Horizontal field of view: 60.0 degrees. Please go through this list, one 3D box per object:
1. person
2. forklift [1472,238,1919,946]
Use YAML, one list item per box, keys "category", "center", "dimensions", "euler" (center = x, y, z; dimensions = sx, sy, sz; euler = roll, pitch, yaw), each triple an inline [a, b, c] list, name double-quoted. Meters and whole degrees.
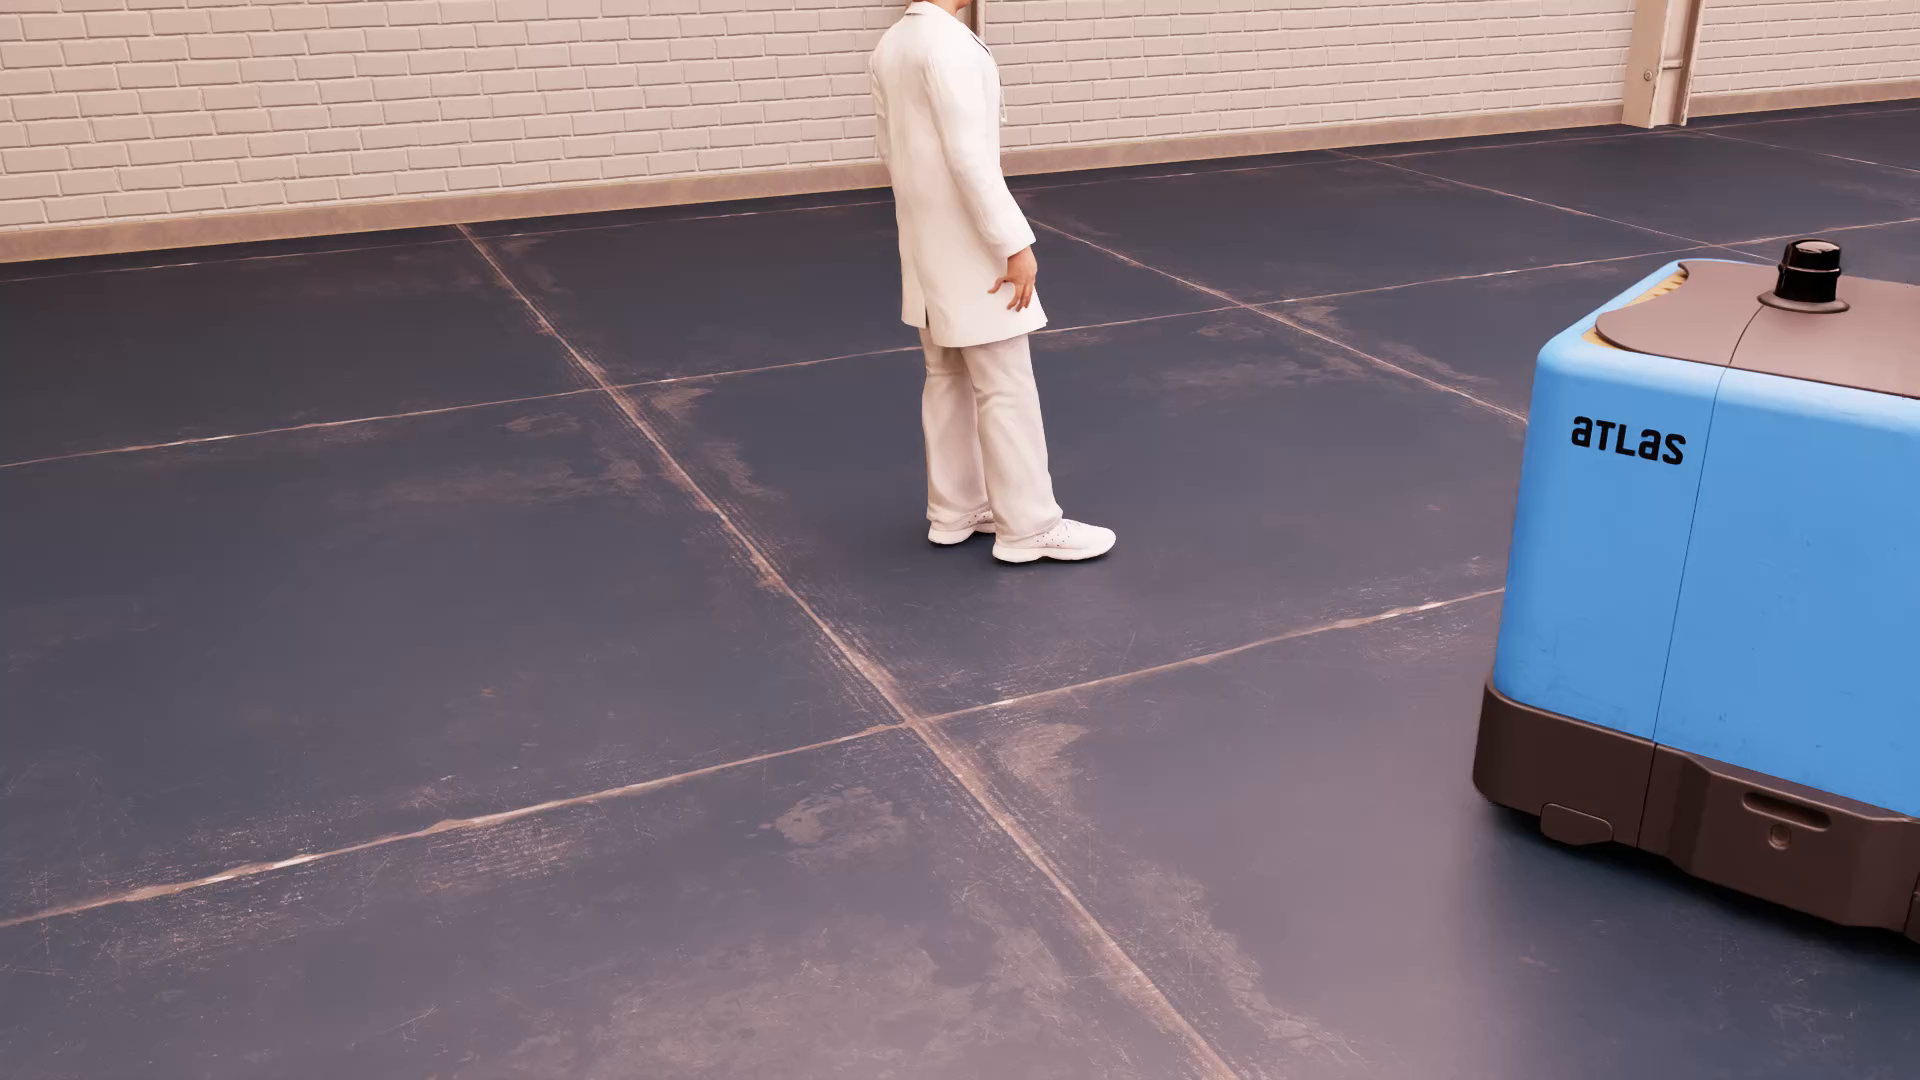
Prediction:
- category: "person"
  center: [0.085, -0.817, 4.806]
  dimensions: [0.578, 1.726, 0.696]
  euler: [-10, 25, -23]
- category: "forklift"
  center: [2.606, -0.556, 2.625]
  dimensions: [3.031, 2.935, 1.130]
  euler: [16, 27, 34]
